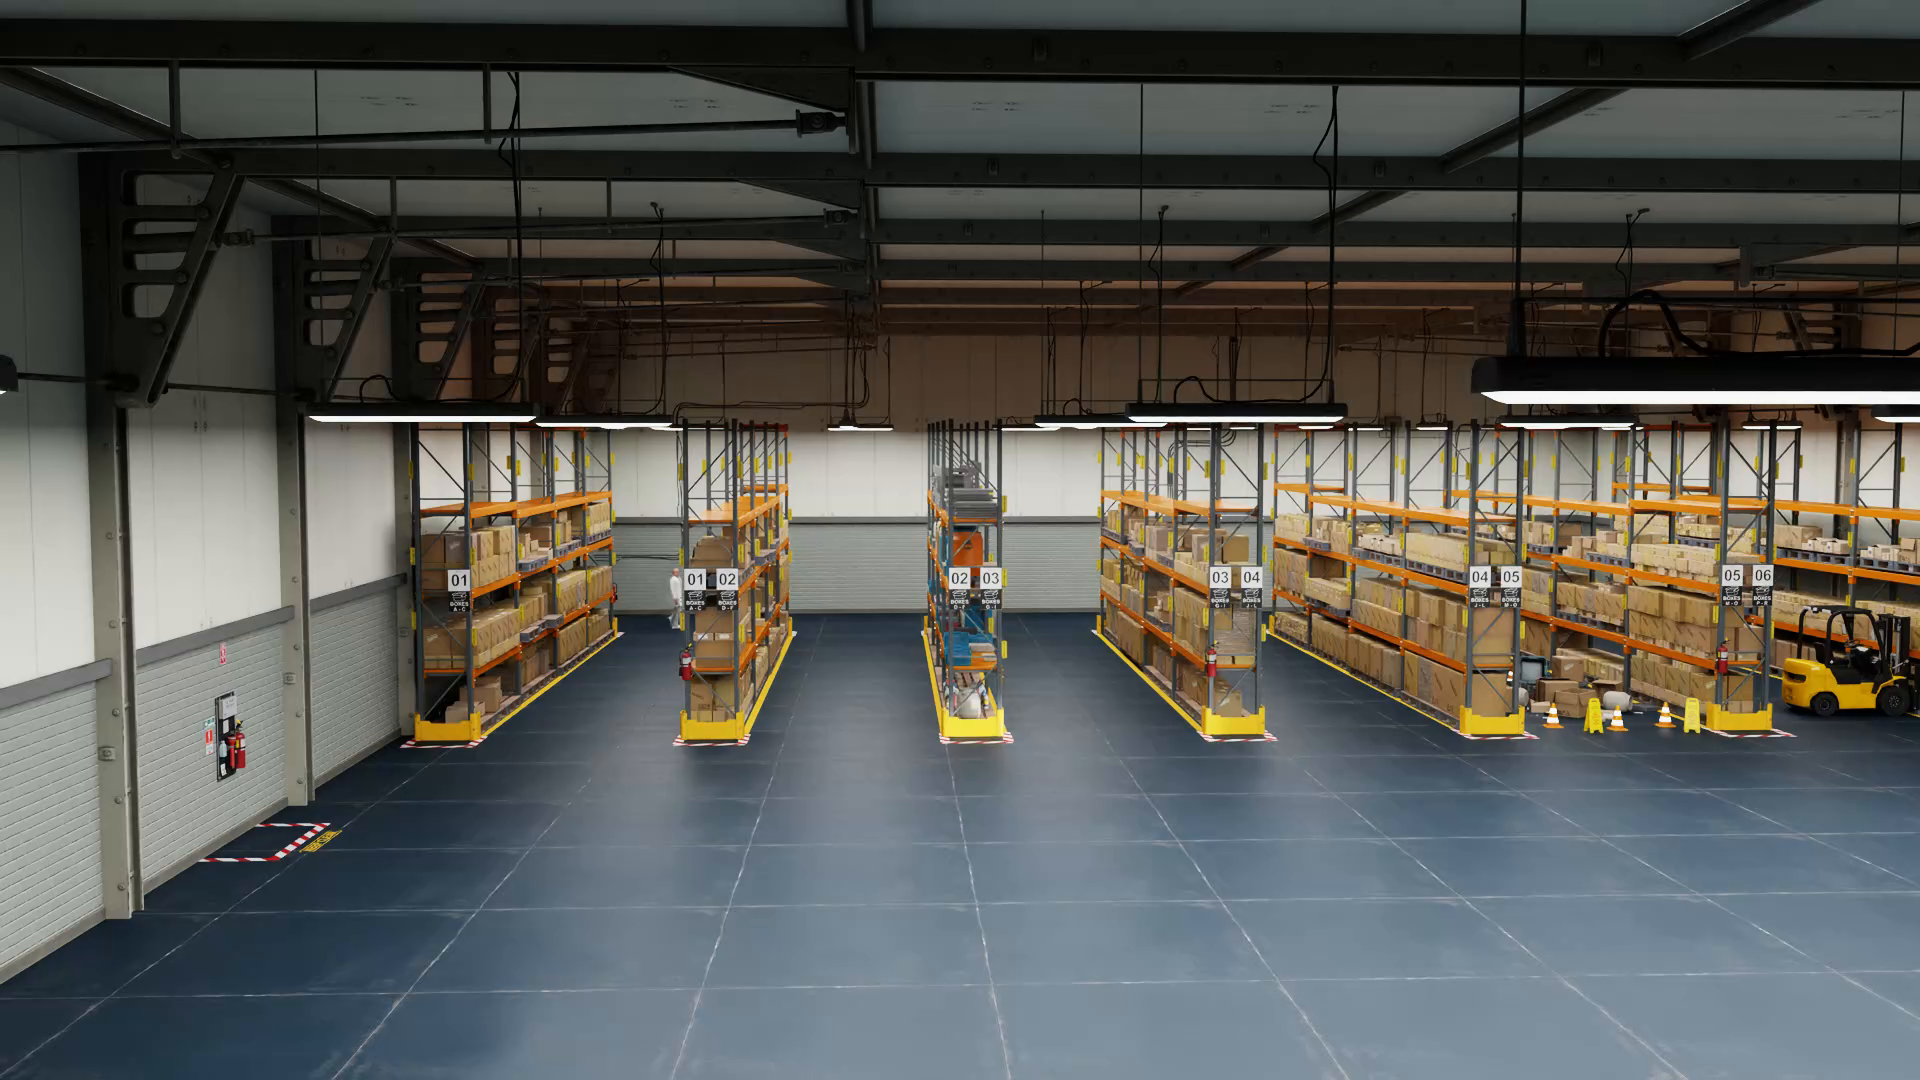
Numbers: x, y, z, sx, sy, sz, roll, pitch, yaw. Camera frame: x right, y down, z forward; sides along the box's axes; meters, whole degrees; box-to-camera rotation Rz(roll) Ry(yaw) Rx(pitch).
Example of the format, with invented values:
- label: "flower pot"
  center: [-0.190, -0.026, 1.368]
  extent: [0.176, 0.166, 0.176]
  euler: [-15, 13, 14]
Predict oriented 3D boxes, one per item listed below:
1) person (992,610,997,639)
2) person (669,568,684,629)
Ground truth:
- label: "person"
  center: [0.937, 1.923, 46.605]
  extent: [0.519, 1.669, 0.574]
  euler: [-3, 5, -39]
- label: "person"
  center: [-8.280, 1.703, 48.644]
  extent: [0.549, 1.762, 0.598]
  euler: [0, 4, 4]
